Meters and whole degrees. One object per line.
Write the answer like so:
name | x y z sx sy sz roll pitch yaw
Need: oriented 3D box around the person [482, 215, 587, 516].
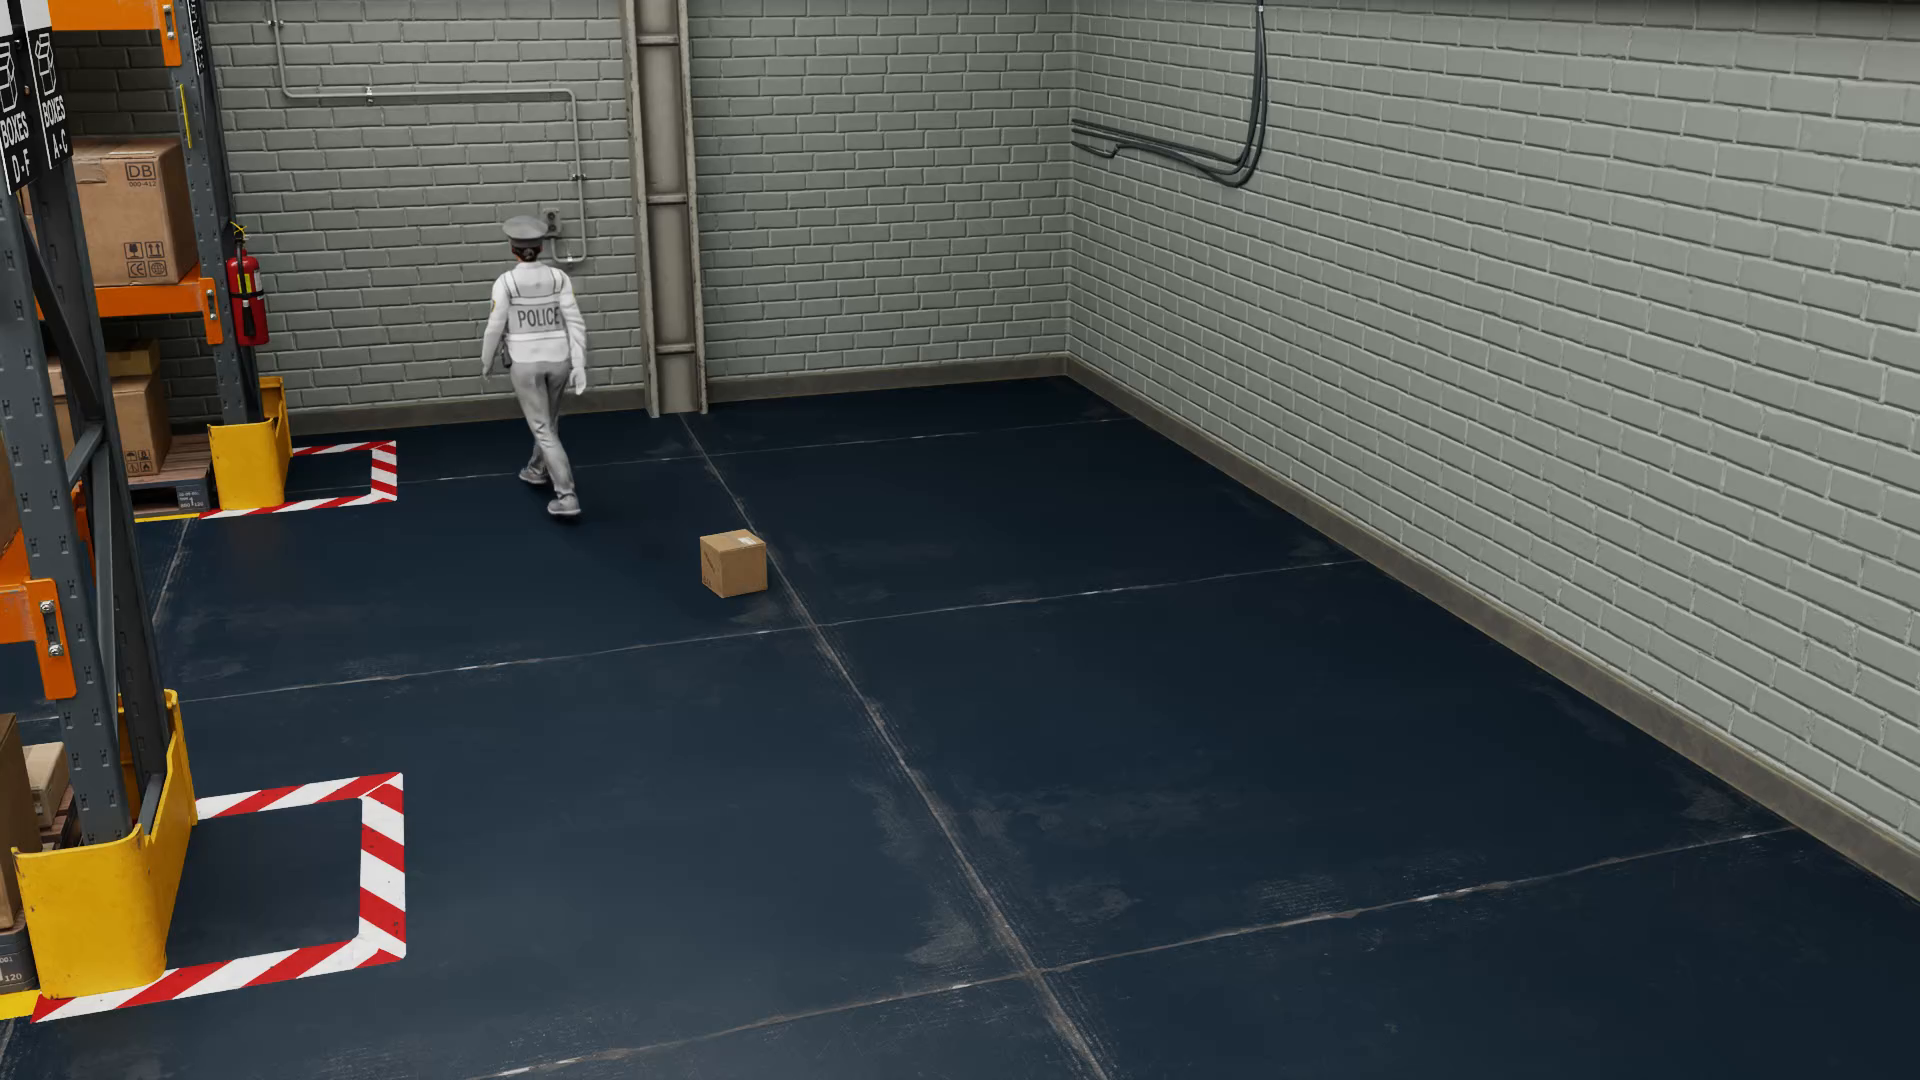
person | -2.413 -1.005 9.374 0.513 1.623 1.004 -14 24 -35
